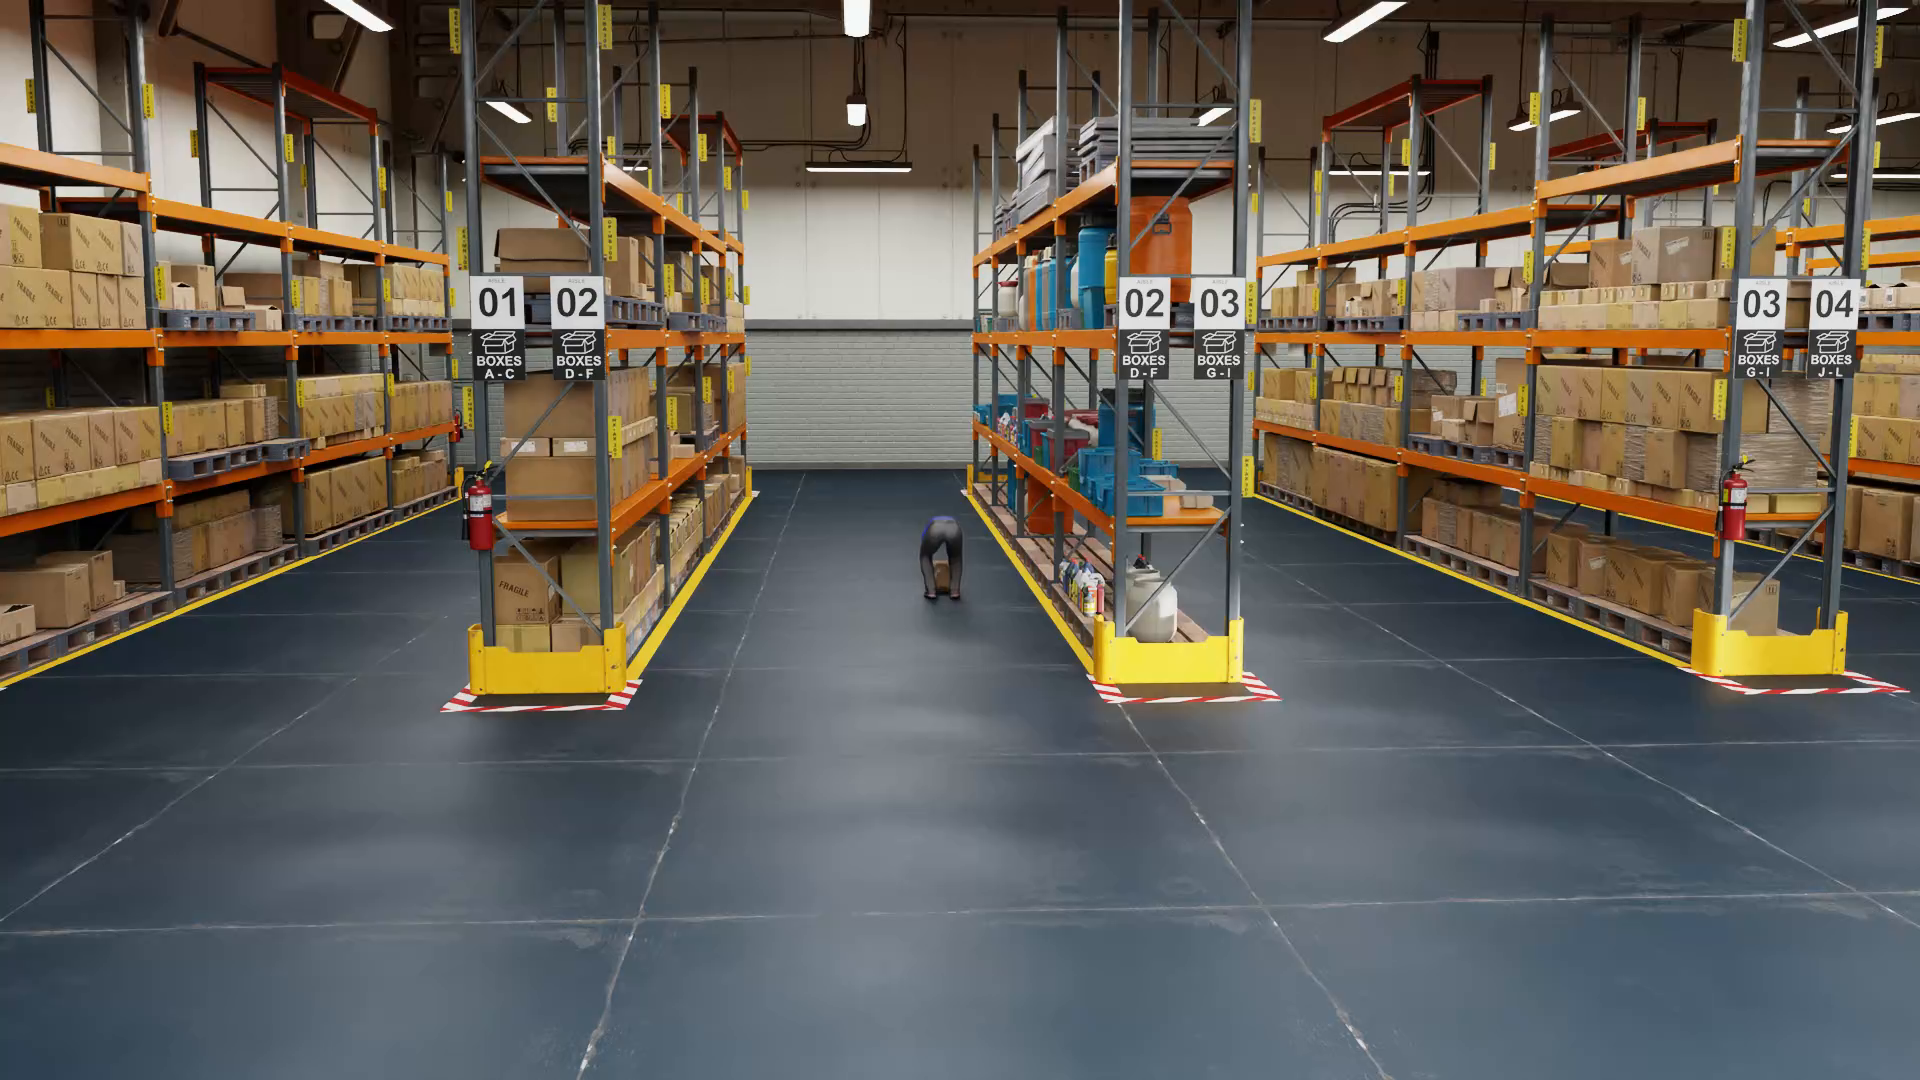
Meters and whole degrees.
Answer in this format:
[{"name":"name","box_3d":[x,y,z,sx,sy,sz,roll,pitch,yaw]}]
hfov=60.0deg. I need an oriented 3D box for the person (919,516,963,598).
[{"name":"person","box_3d":[-0.204,0.159,17.754,0.465,0.864,0.866,-1,7,-6]}]
